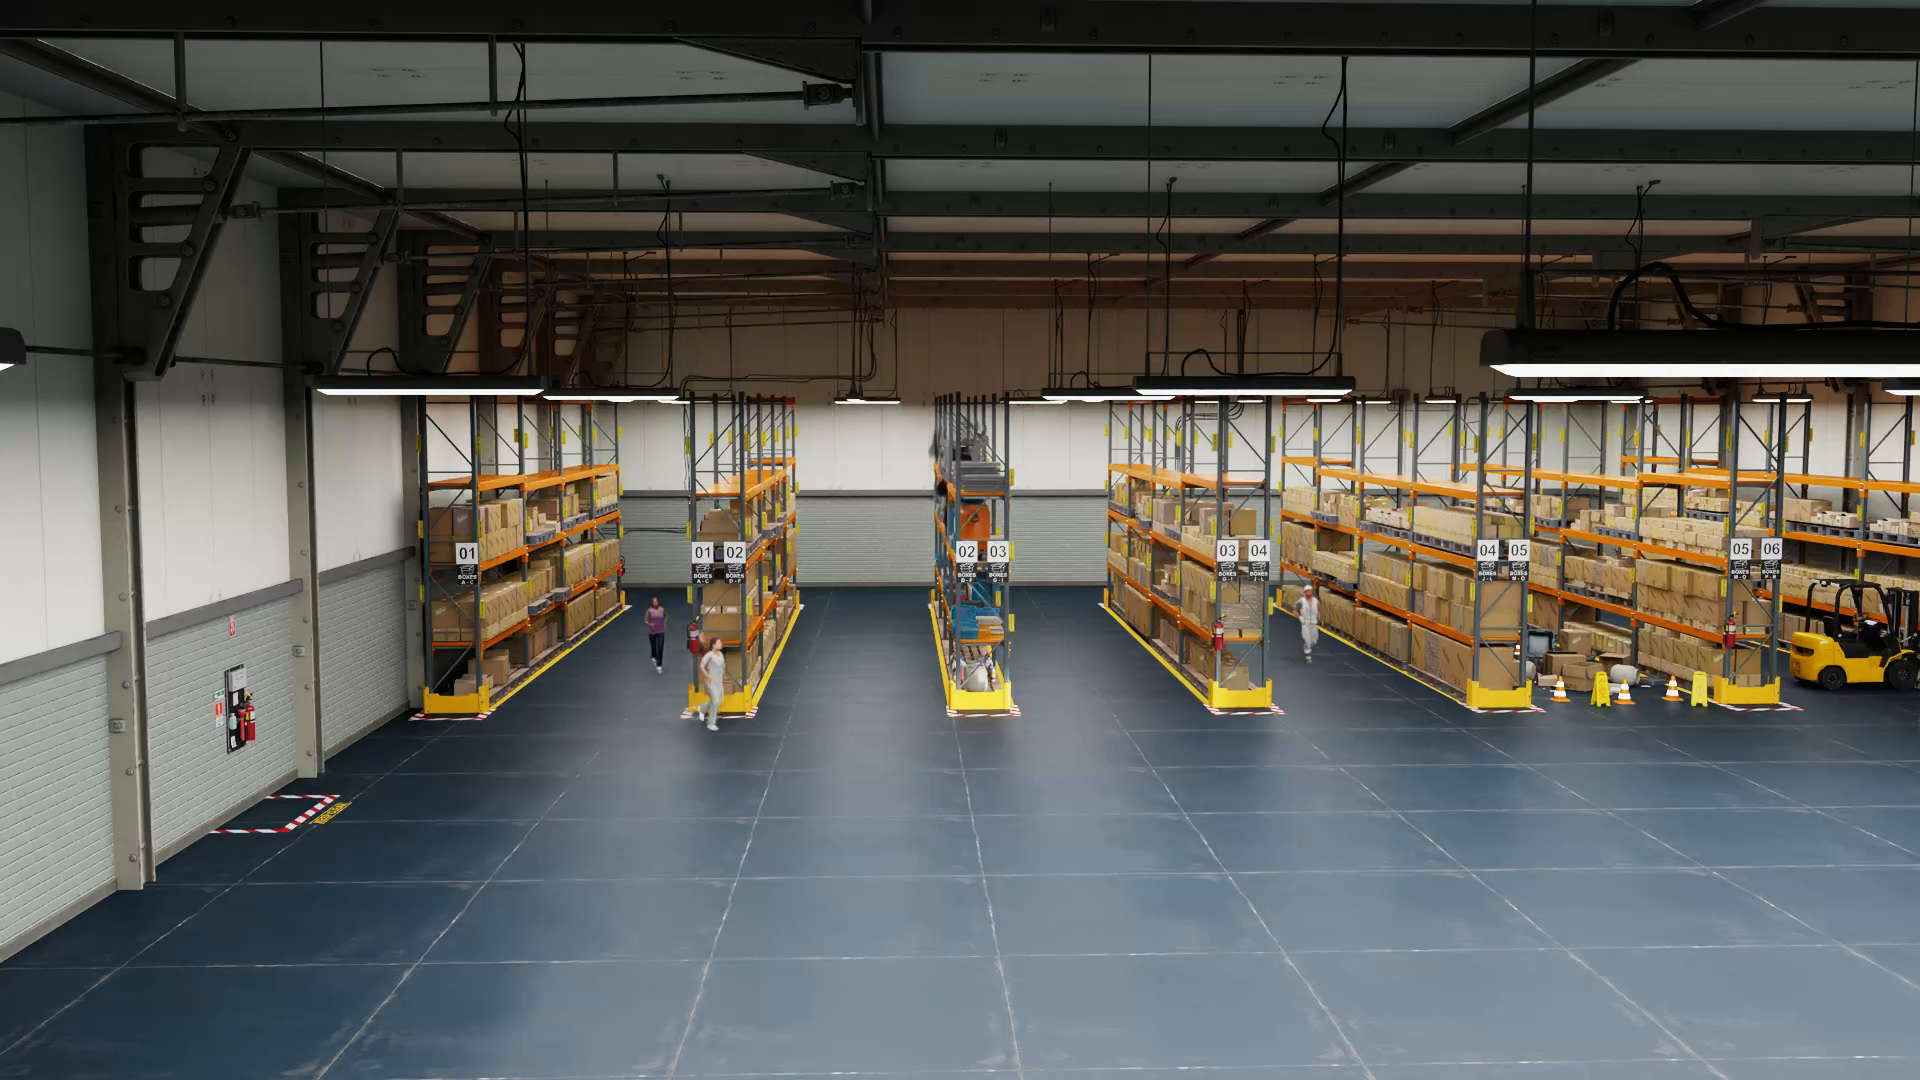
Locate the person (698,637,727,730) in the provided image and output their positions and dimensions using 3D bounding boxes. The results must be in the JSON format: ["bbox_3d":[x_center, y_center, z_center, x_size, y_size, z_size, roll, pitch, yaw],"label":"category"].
[{"bbox_3d":[-4.439,2.546,29.772,0.609,1.638,0.612,3,6,34],"label":"person"}]

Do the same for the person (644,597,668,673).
[{"bbox_3d":[-6.586,2.031,36.053,0.538,1.605,0.877,-1,5,-14],"label":"person"}]

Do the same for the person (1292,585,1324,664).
[{"bbox_3d":[7.774,1.878,37.241,0.656,1.745,0.615,-1,5,-8],"label":"person"}]
